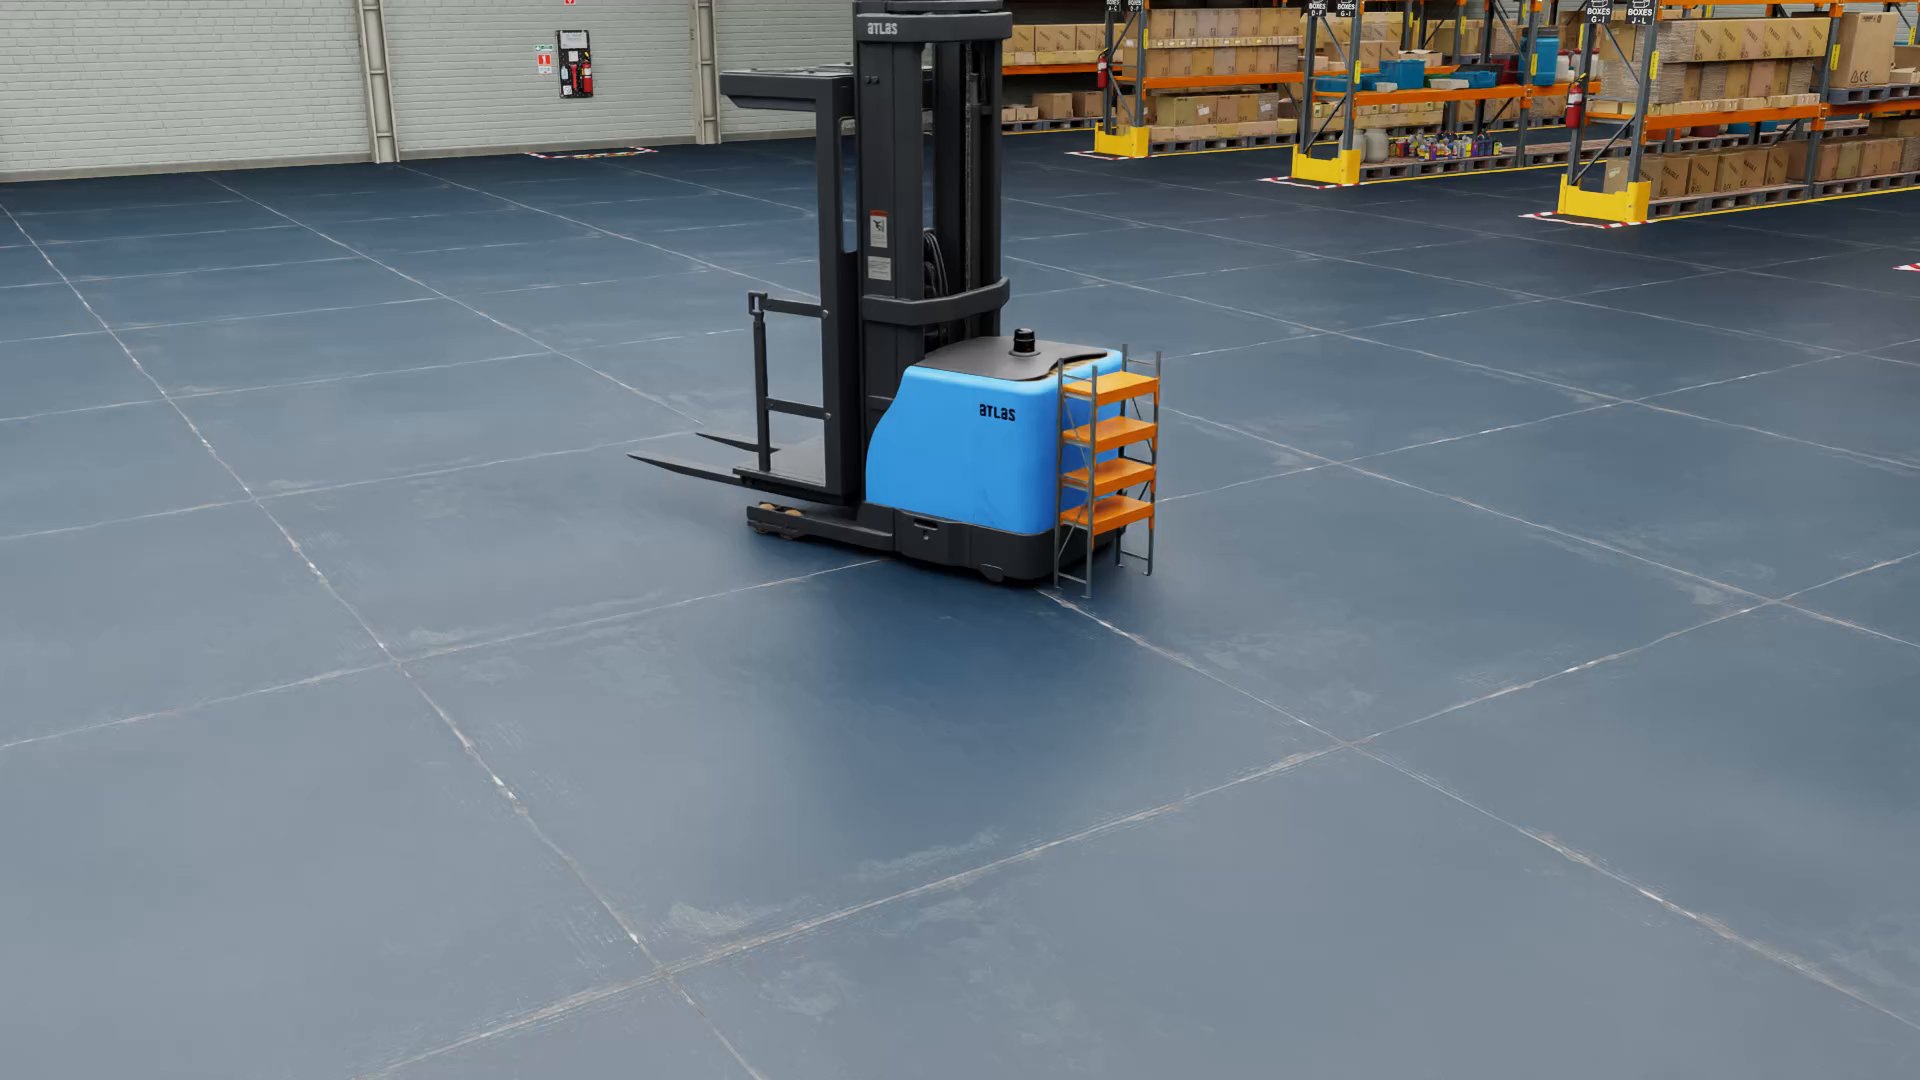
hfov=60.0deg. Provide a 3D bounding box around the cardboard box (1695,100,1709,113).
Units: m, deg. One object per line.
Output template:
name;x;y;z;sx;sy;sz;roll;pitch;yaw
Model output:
cardboard box;9.539;-5.675;21.738;0.250;0.149;0.380;-12;22;-31

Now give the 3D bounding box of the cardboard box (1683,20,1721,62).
cardboard box;9.354;-6.409;21.336;0.500;0.500;0.500;-12;22;-31

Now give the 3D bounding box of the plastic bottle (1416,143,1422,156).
plastic bottle;7.473;-6.352;27.032;0.097;0.201;0.097;0;19;0

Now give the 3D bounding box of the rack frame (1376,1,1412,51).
rack frame;10.173;-11.725;39.243;0.127;3.000;1.000;-12;22;-31

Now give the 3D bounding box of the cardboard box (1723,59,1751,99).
cardboard box;10.015;-6.196;22.268;0.500;0.500;0.875;-12;22;-31

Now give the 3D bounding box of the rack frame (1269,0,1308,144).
rack frame;6.219;-8.991;31.157;0.127;3.000;1.000;-12;22;-31

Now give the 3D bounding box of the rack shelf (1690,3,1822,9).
rack shelf;13.951;-9.803;29.997;4.000;0.370;1.077;-12;22;-31

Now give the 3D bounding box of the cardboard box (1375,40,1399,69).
cardboard box;8.167;-9.443;32.338;0.500;0.500;0.500;-13;23;-34

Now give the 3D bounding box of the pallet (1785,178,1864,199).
pallet;12.314;-5.158;24.171;1.213;0.211;1.003;-12;22;-31

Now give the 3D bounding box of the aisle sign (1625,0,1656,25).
aisle sign;8.437;-6.777;20.548;0.004;0.787;0.394;-12;22;-31

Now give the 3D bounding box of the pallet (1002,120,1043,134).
pallet;0.912;-8.437;33.872;1.213;0.211;1.003;-12;22;-31

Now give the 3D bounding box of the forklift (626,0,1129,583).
forklift;-0.589;-1.517;9.154;3.031;2.935;1.130;12;22;32

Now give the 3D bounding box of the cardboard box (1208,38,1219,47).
cardboard box;4.399;-8.880;29.660;0.250;0.149;0.380;-12;22;-32

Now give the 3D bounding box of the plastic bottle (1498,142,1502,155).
plastic bottle;8.808;-6.401;27.178;0.097;0.201;0.097;0;19;0

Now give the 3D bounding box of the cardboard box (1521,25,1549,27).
cardboard box;11.842;-10.485;34.764;0.500;0.500;0.700;-8;20;-23

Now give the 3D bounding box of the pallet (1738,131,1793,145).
pallet;14.954;-7.629;31.482;1.213;0.211;1.003;-12;22;-31

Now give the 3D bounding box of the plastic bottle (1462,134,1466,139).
plastic bottle;8.433;-6.643;27.784;0.097;0.271;0.097;0;19;0

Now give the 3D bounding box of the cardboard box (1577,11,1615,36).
cardboard box;13.449;-10.929;35.172;0.500;0.500;0.500;-11;22;-30

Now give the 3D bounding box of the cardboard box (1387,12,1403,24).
cardboard box;9.923;-12.127;38.610;0.500;0.250;0.500;-11;22;-30

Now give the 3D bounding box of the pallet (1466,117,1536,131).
pallet;11.222;-8.710;34.679;1.213;0.211;1.003;-12;22;-31

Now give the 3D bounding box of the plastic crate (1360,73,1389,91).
plastic crate;6.398;-7.172;26.007;0.408;0.251;0.499;-12;22;-31

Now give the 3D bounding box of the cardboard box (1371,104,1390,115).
cardboard box;7.984;-8.431;32.261;0.500;0.311;0.500;-11;22;-30

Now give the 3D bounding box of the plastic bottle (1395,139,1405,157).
plastic bottle;7.118;-6.357;26.931;0.135;0.276;0.152;-12;22;-31

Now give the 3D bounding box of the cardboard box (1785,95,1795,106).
cardboard box;11.190;-6.036;22.808;0.250;0.149;0.380;-12;22;-31

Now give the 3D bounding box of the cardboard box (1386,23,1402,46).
cardboard box;9.926;-11.774;38.736;0.500;0.500;0.500;-12;22;-32

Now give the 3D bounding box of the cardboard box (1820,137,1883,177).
cardboard box;13.064;-5.645;24.476;0.500;0.500;0.700;-14;23;-36

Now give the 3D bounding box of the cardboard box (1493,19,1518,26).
cardboard box;13.093;-12.479;41.005;0.700;0.700;0.980;-11;21;-29

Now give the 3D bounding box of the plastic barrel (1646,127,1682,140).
plastic barrel;12.680;-7.632;29.869;0.708;0.830;0.600;-12;22;-31

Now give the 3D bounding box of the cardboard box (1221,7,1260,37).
cardboard box;5.012;-9.396;30.173;0.500;0.500;0.700;-12;22;-31

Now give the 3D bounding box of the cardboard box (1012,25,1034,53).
cardboard box;1.133;-9.993;33.152;0.500;0.500;0.500;-12;22;-31

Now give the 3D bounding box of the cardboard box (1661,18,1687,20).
cardboard box;9.480;-6.638;22.015;0.500;0.500;0.500;-12;22;-31

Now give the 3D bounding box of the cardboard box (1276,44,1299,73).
cardboard box;5.852;-8.959;30.905;0.500;0.500;0.700;-13;22;-33

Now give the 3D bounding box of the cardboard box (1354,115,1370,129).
cardboard box;7.551;-8.074;32.082;0.500;0.250;0.500;-13;22;-33

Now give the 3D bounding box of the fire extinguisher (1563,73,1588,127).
fire extinguisher;7.974;-5.703;21.551;0.183;0.674;0.296;-12;22;-31

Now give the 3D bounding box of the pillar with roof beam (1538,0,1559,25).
pillar with roof beam;17.660;-14.827;39.051;0.400;9.000;9.100;-12;22;-31

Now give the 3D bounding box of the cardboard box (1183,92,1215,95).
cardboard box;4.408;-7.980;30.633;0.500;0.500;0.500;-12;22;-31

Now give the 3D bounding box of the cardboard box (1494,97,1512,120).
cardboard box;10.953;-8.905;34.117;0.500;0.500;0.500;-12;22;-32

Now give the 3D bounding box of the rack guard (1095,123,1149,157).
rack guard;2.858;-7.098;29.461;0.348;0.500;1.175;-12;22;-31

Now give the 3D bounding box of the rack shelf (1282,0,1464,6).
rack shelf;7.889;-10.424;31.834;4.000;0.370;1.077;-12;22;-31

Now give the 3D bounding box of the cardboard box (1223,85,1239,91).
cardboard box;5.765;-9.844;36.896;0.500;0.500;0.700;-12;22;-31

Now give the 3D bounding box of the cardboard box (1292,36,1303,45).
cardboard box;6.110;-9.241;30.726;0.250;0.149;0.380;-12;22;-31

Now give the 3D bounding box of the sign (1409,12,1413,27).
sign;10.479;-12.092;38.646;0.005;0.325;0.100;-12;22;-31

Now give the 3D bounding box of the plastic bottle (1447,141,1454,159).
plastic bottle;7.824;-6.227;26.553;0.097;0.271;0.097;0;19;0

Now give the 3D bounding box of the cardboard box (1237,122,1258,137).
cardboard box;5.119;-7.570;30.591;0.500;0.250;0.500;-12;22;-31

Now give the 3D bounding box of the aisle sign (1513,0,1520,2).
aisle sign;13.739;-13.593;40.711;0.004;0.787;0.394;-12;22;-31

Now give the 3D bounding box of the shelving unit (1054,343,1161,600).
shelving unit;0.742;-0.352;8.411;0.503;1.200;0.258;-18;26;-42

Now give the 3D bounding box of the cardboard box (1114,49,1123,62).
cardboard box;3.263;-10.090;34.609;0.500;0.250;0.500;-12;22;-31

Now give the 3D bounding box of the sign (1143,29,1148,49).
sign;3.178;-8.585;28.480;0.005;0.325;0.100;-12;22;-31
